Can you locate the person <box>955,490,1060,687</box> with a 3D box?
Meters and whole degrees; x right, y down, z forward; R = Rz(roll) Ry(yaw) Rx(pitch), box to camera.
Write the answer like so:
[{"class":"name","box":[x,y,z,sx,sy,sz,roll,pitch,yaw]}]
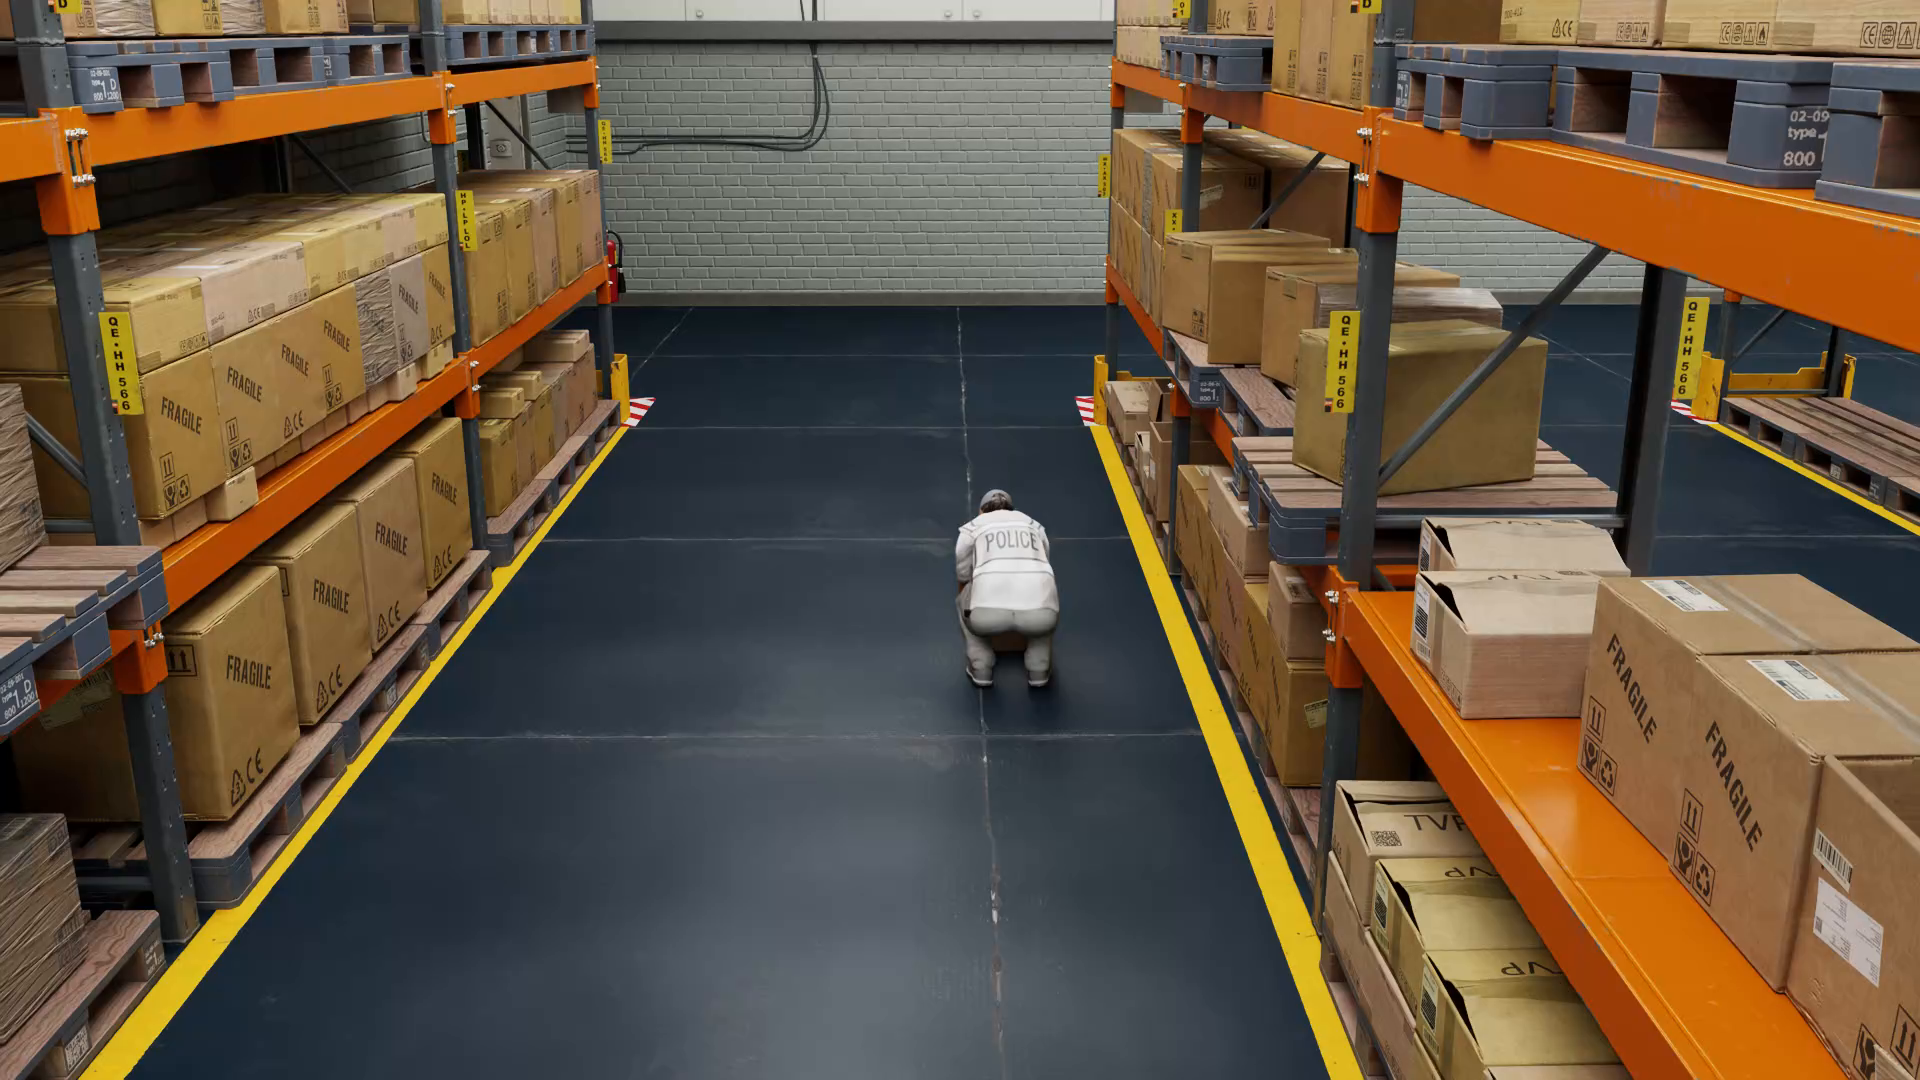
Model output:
[{"class":"person","box":[0.236,0.247,8.163,0.524,0.837,0.867,0,17,0]}]
